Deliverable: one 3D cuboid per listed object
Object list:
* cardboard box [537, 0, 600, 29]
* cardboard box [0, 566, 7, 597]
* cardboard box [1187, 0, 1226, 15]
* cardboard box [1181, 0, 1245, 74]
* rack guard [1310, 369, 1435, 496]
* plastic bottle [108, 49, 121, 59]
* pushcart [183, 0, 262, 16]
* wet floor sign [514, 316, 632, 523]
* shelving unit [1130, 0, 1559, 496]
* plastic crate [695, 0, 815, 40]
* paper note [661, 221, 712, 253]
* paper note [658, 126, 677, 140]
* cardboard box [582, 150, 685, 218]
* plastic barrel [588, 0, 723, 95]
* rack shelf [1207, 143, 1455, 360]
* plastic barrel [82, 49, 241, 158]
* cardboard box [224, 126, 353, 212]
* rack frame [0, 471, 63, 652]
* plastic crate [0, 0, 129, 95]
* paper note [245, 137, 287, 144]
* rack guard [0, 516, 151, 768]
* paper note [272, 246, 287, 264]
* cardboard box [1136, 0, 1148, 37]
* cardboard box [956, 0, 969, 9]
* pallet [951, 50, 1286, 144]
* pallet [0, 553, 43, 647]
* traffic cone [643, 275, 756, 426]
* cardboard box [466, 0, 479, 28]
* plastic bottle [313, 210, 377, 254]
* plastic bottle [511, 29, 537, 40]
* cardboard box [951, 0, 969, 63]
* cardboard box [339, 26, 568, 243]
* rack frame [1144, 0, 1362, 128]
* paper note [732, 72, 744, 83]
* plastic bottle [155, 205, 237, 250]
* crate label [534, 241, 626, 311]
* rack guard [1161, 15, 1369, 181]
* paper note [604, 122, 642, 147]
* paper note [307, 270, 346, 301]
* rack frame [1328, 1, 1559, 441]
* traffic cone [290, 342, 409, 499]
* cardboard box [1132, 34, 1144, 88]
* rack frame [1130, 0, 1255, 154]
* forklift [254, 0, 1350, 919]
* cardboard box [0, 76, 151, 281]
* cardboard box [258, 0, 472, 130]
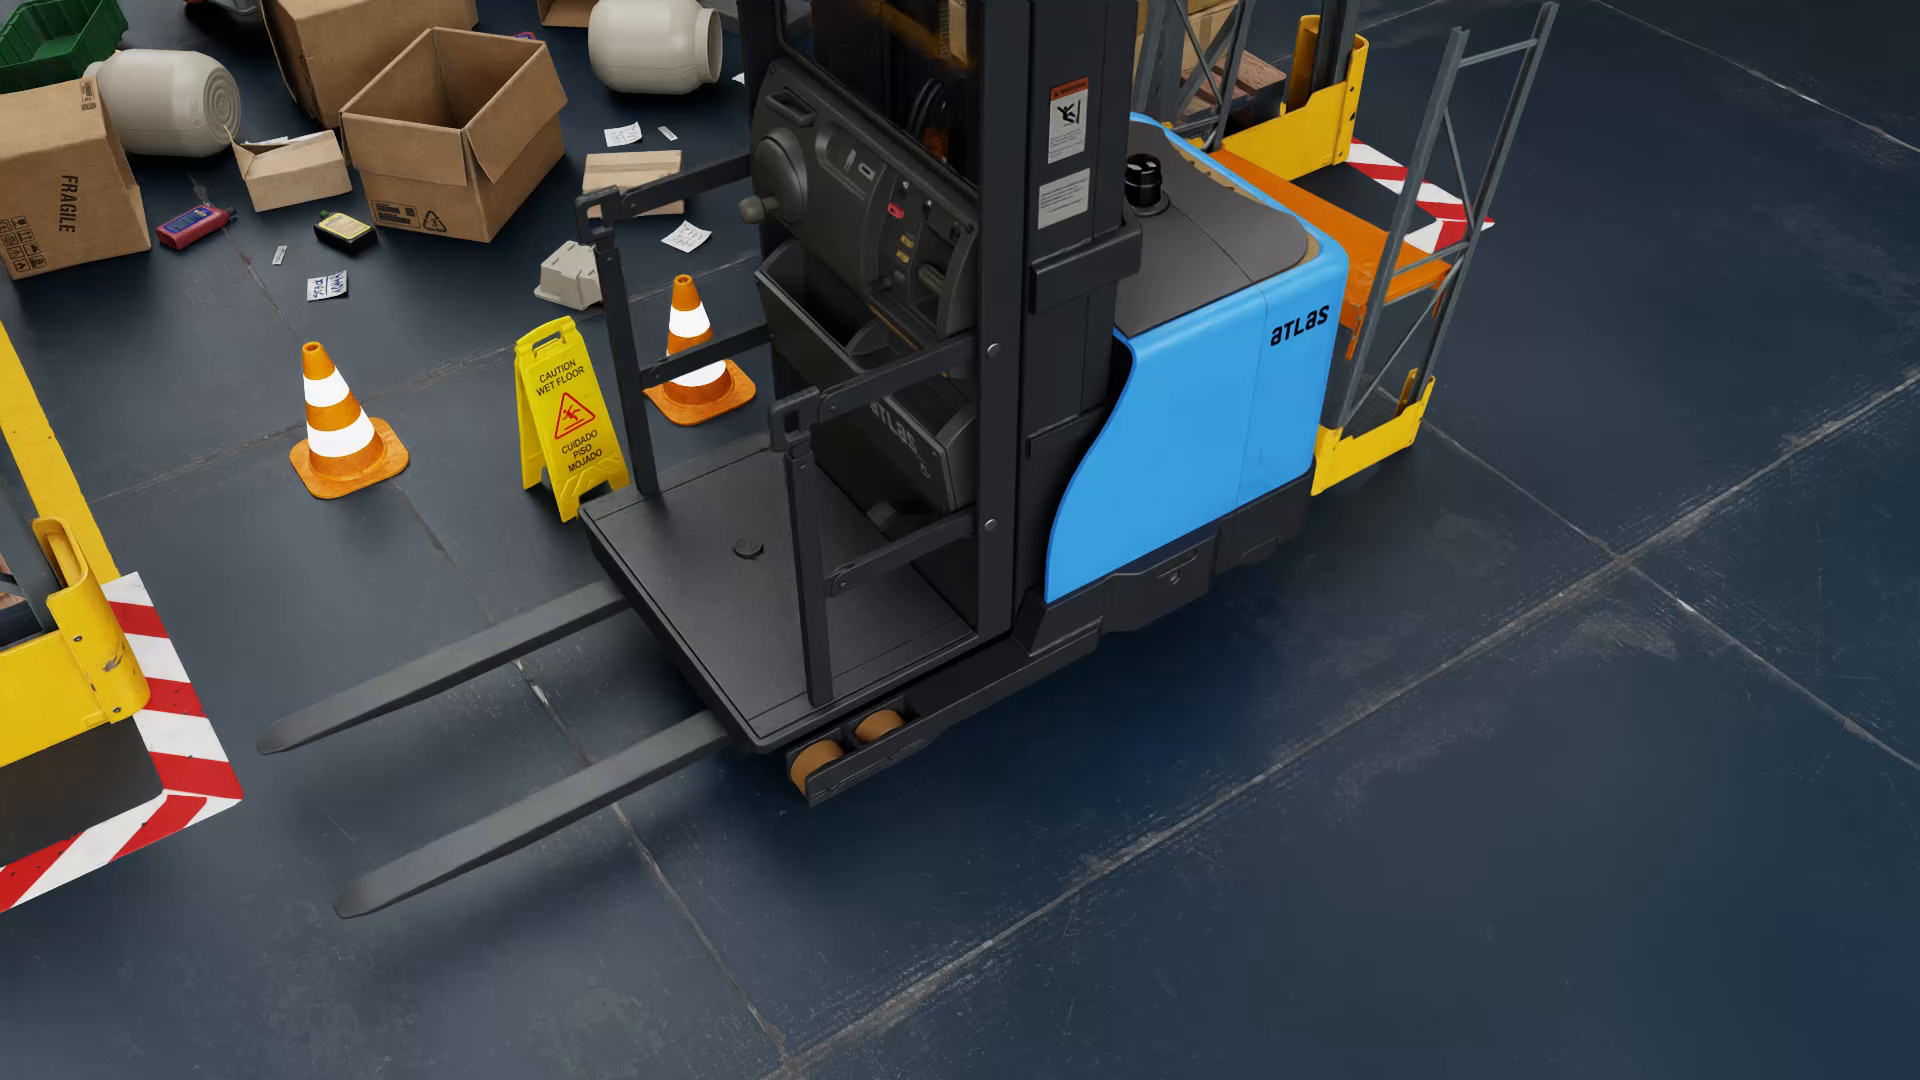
[{"bbox_3d":[-1.680,-2.725,7.740,0.500,0.500,0.500,4,44,4],"label":"cardboard box"},{"bbox_3d":[-3.333,-0.236,4.559,0.875,0.875,0.875,-25,49,-24],"label":"cardboard box"},{"bbox_3d":[0.863,-2.515,6.856,0.500,0.500,0.500,-27,50,-26],"label":"cardboard box"},{"bbox_3d":[0.877,-2.230,7.101,0.500,0.250,0.500,-26,49,-25],"label":"cardboard box"},{"bbox_3d":[1.308,-0.352,5.369,0.587,0.250,0.087,-25,48,-36],"label":"rack guard"},{"bbox_3d":[-3.783,-2.137,7.444,0.283,0.061,0.133,18,47,18],"label":"plastic bottle"},{"bbox_3d":[-3.019,-2.895,8.009,0.936,0.377,1.648,26,49,25],"label":"pushcart"},{"bbox_3d":[-1.250,-0.408,5.211,0.267,0.644,0.232,-35,53,-31],"label":"wet floor sign"},{"bbox_3d":[1.052,-1.101,5.261,0.587,1.500,1.083,-25,48,-36],"label":"shelving unit"},{"bbox_3d":[-0.951,-2.503,7.814,0.583,0.080,0.402,26,49,25],"label":"plastic crate"},{"bbox_3d":[-1.062,-1.182,6.466,0.142,0.019,0.148,26,49,25],"label":"paper note"},{"bbox_3d":[-1.239,-1.725,7.049,0.032,0.001,0.123,-26,49,-24],"label":"paper note"},{"bbox_3d":[-1.295,-1.420,6.629,0.380,0.149,0.250,-3,44,-4],"label":"cardboard box"},{"bbox_3d":[-1.312,-2.147,7.192,0.512,0.421,0.421,4,44,4],"label":"plastic barrel"},{"bbox_3d":[1.036,-0.954,5.364,0.538,0.185,1.000,-25,48,-36],"label":"rack shelf"},{"bbox_3d":[-3.272,-1.791,6.820,0.512,0.421,0.421,4,44,4],"label":"plastic barrel"},{"bbox_3d":[-2.685,-1.525,6.655,0.396,0.266,0.258,-18,46,-18],"label":"cardboard box"},{"bbox_3d":[-2.891,-0.494,3.595,1.000,3.000,0.127,-26,49,-24],"label":"rack frame"},{"bbox_3d":[-4.005,-2.182,7.359,0.450,0.188,0.662,-11,44,3],"label":"plastic crate"},{"bbox_3d":[-2.901,-1.637,6.948,0.172,0.023,0.155,-10,45,-11],"label":"paper note"},{"bbox_3d":[-2.877,0.423,4.444,1.175,0.500,0.348,-26,49,-24],"label":"rack guard"},{"bbox_3d":[-2.615,-1.096,6.390,0.032,0.001,0.123,-3,44,-4],"label":"paper note"},{"bbox_3d":[0.439,-2.286,6.617,0.500,0.500,0.500,-25,49,-24],"label":"cardboard box"},{"bbox_3d":[0.138,-2.580,6.925,0.500,0.500,0.500,-24,49,-23],"label":"cardboard box"},{"bbox_3d":[0.632,-2.015,7.208,1.003,0.211,1.213,-26,49,-24],"label":"pallet"},{"bbox_3d":[-3.413,0.092,5.000,1.003,0.211,1.213,-26,49,-24],"label":"pallet"},{"bbox_3d":[-0.909,-0.692,5.640,0.336,0.463,0.334,-26,49,-24],"label":"traffic cone"},{"bbox_3d":[-2.471,-2.474,7.649,0.396,0.266,0.258,11,45,11],"label":"cardboard box"},{"bbox_3d":[-2.413,-1.206,6.469,0.283,0.061,0.133,26,49,25],"label":"plastic bottle"},{"bbox_3d":[-1.977,-2.238,7.550,0.133,0.061,0.283,-18,46,-18],"label":"plastic bottle"},{"bbox_3d":[0.138,-2.312,7.187,0.500,0.250,0.500,-26,49,-24],"label":"cardboard box"},{"bbox_3d":[-1.970,-1.599,6.560,0.637,0.503,0.797,11,45,11],"label":"cardboard box"},{"bbox_3d":[1.111,-2.507,5.704,1.000,3.000,0.127,-26,49,-24],"label":"rack frame"},{"bbox_3d":[-0.912,-2.067,7.393,0.148,0.019,0.142,26,49,25],"label":"paper note"},{"bbox_3d":[-2.982,-1.239,6.504,0.133,0.061,0.283,26,49,25],"label":"plastic bottle"},{"bbox_3d":[-1.409,-0.995,6.193,0.298,0.136,0.250,18,47,18],"label":"crate label"},{"bbox_3d":[1.068,-1.646,6.612,1.175,0.500,0.348,-26,49,-24],"label":"rack guard"},{"bbox_3d":[-1.425,-1.718,7.036,0.148,0.019,0.142,-10,45,-11],"label":"paper note"},{"bbox_3d":[-2.372,-0.955,6.229,0.144,0.017,0.142,-10,45,-11],"label":"paper note"},{"bbox_3d":[1.398,-0.835,4.983,0.500,1.500,0.032,-25,48,-36],"label":"rack frame"},{"bbox_3d":[-2.030,-0.438,5.374,0.336,0.463,0.334,-26,49,-24],"label":"traffic cone"},{"bbox_3d":[0.414,-2.029,6.891,0.500,0.250,0.500,-26,49,-25],"label":"cardboard box"},{"bbox_3d":[0.718,-1.358,5.528,0.500,1.500,0.032,-25,48,-36],"label":"rack frame"},{"bbox_3d":[-0.421,-0.772,3.936,3.031,2.935,1.130,-25,49,-24],"label":"forklift"},{"bbox_3d":[-3.449,-1.383,6.334,0.500,0.500,0.500,-18,46,-18],"label":"cardboard box"},{"bbox_3d":[-2.512,-2.174,7.065,0.797,0.637,0.503,-26,49,-24],"label":"cardboard box"}]
